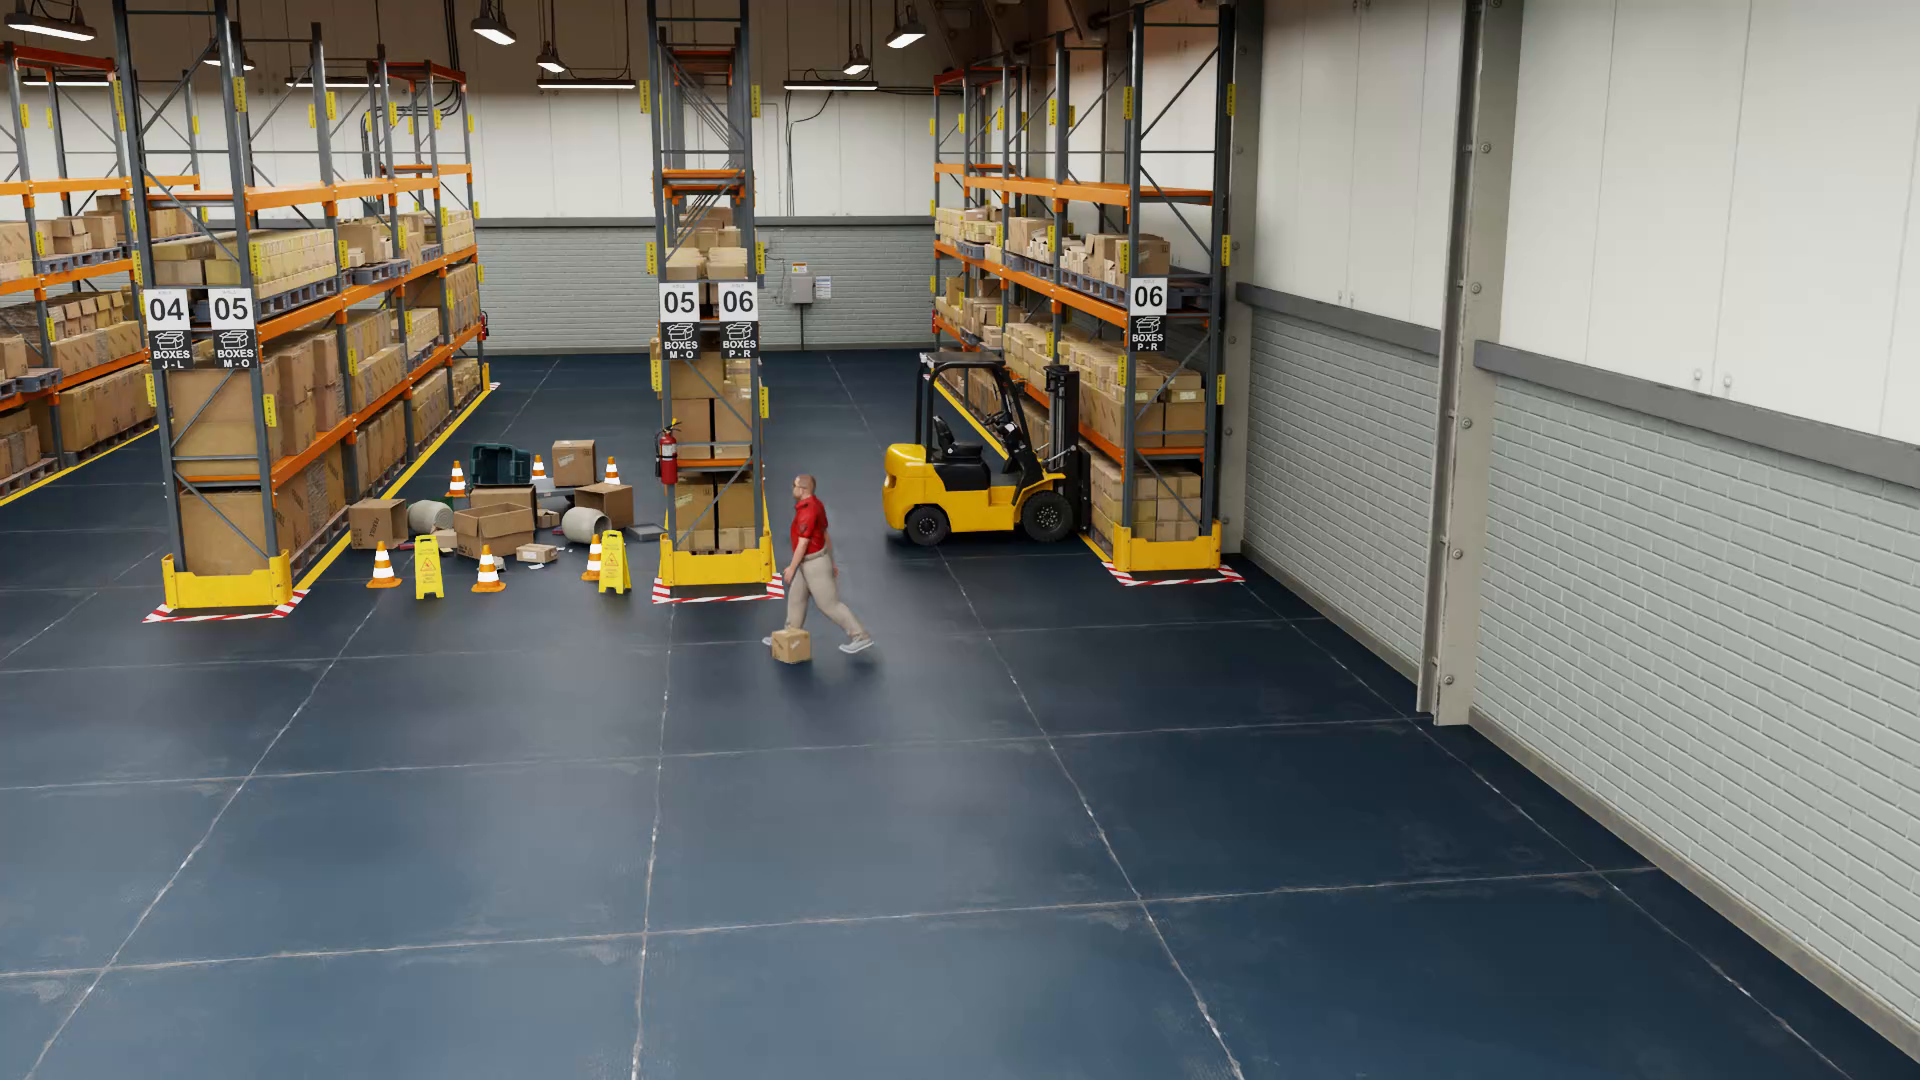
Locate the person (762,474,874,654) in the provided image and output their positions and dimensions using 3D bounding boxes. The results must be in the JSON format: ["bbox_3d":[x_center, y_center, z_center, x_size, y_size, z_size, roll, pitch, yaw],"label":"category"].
[{"bbox_3d":[-1.304,0.227,15.094,1.047,1.676,0.528,0,13,0],"label":"person"}]
